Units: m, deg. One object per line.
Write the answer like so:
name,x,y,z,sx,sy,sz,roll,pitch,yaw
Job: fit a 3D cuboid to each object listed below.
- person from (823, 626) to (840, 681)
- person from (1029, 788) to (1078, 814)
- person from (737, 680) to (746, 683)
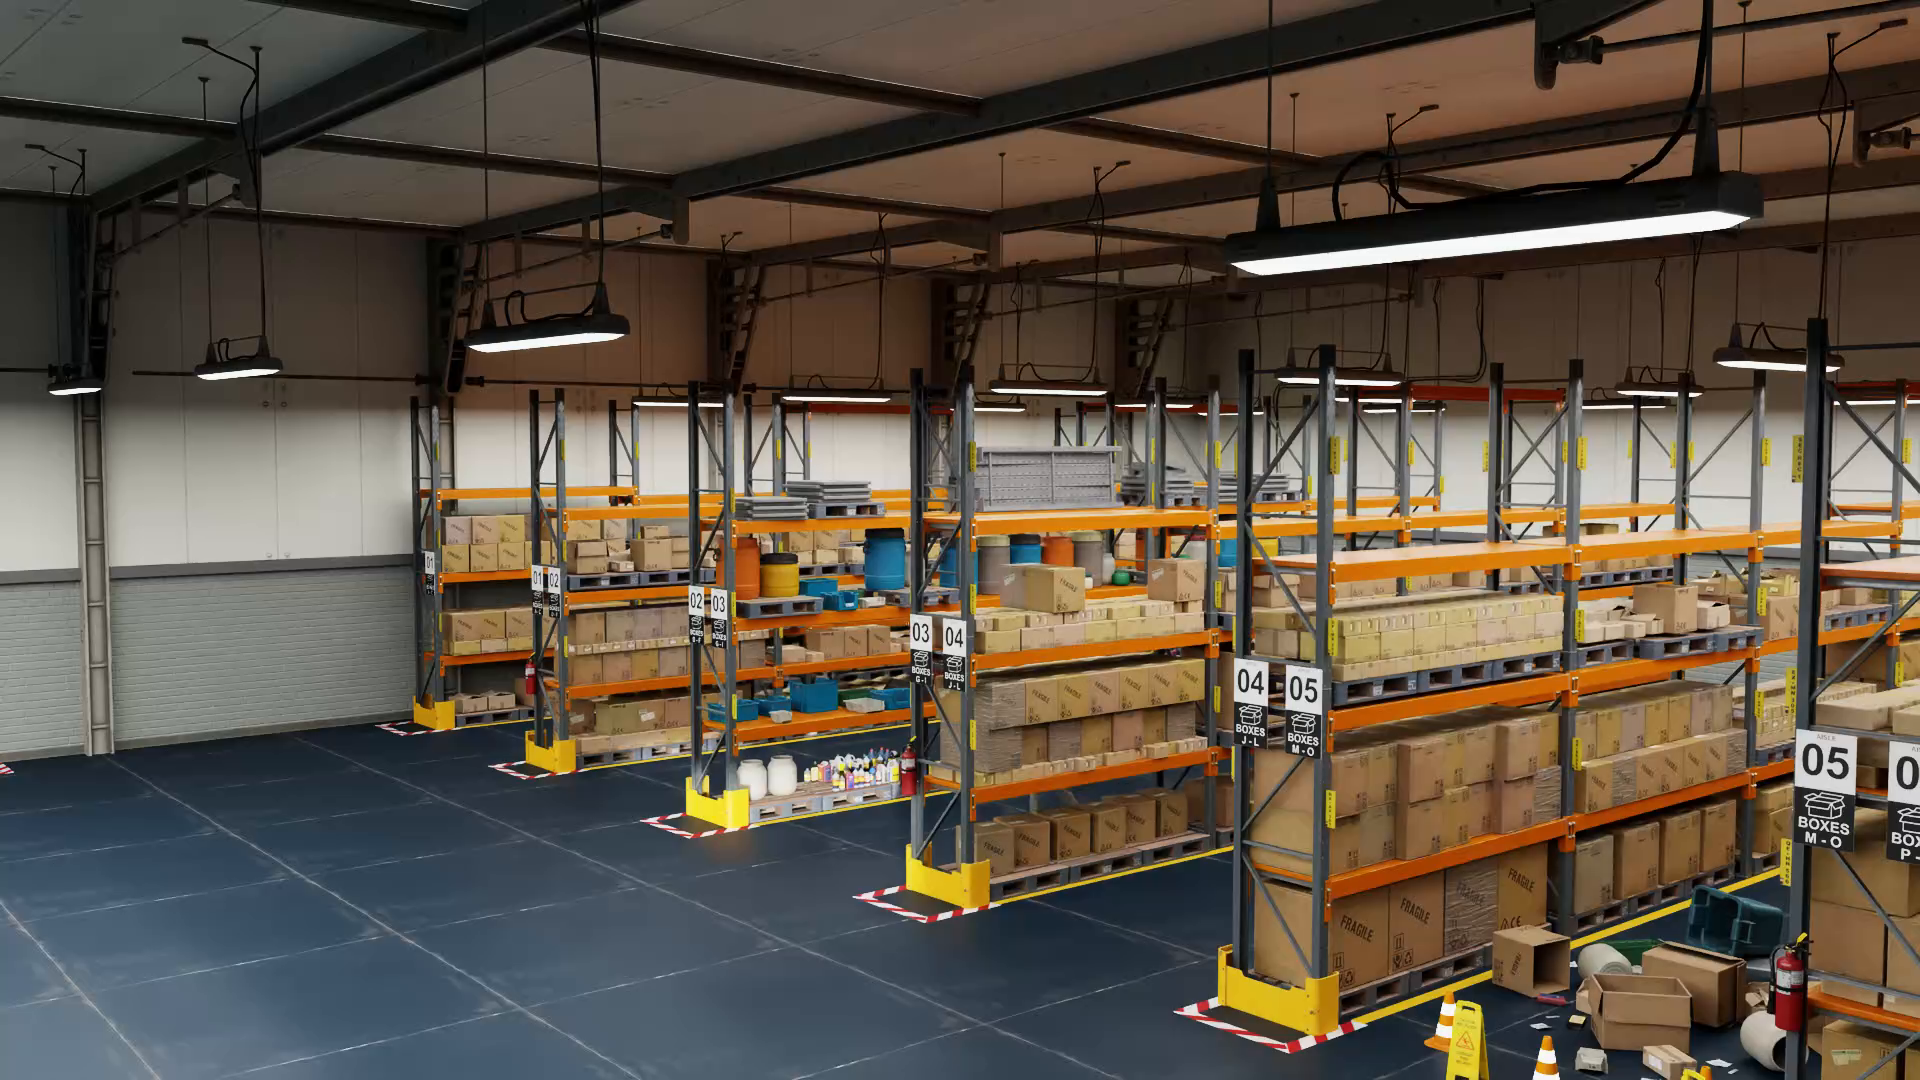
person,-2.458,2.460,32.308,0.788,1.596,0.546,-3,5,-45
person,1.229,3.046,22.025,0.990,1.691,0.614,-3,5,-44
person,-4.099,2.652,30.430,0.566,1.431,0.824,2,4,35
